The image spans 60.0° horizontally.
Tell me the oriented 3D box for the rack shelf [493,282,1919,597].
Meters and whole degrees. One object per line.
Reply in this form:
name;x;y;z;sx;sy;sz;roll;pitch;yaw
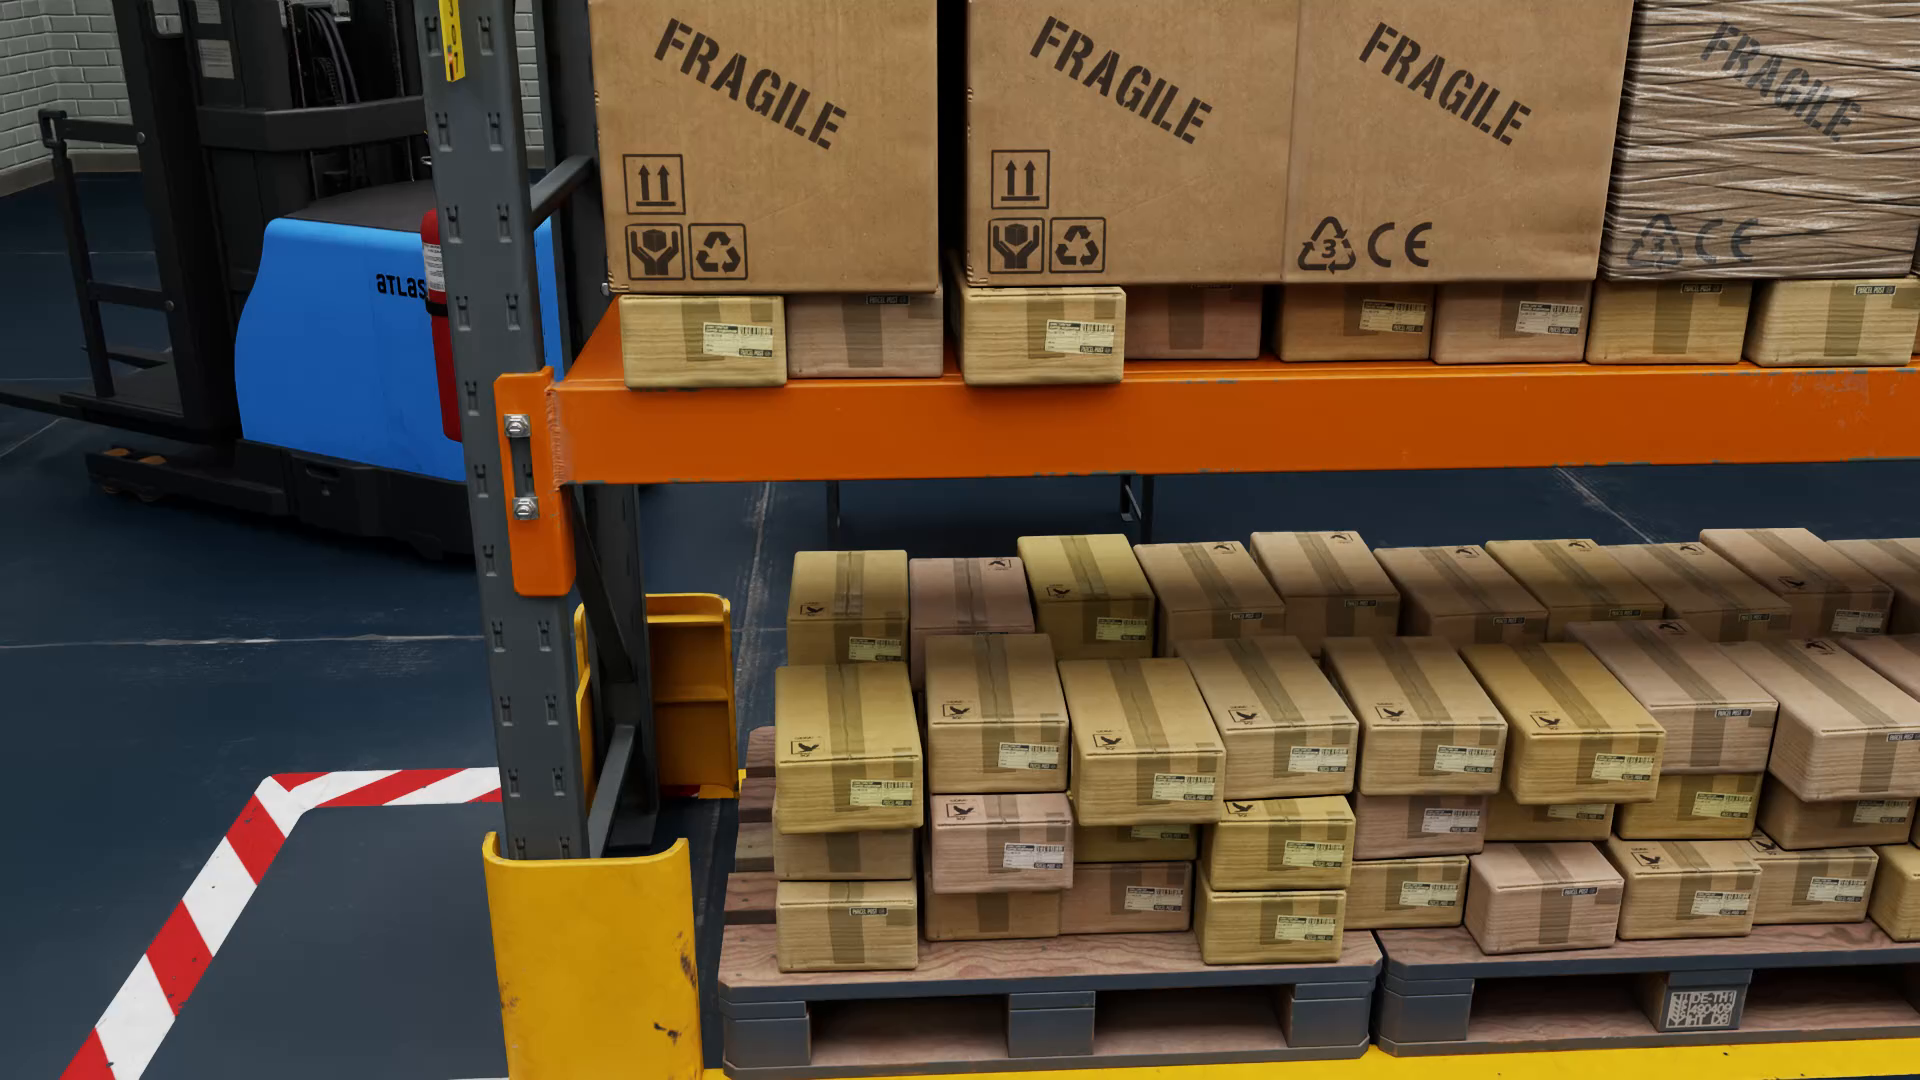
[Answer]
rack shelf;1.247;-0.303;3.212;4.000;0.370;1.077;-1;21;-3

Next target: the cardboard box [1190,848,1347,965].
cardboard box;0.558;0.633;3.160;0.250;0.149;0.380;-1;21;-2

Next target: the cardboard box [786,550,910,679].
cardboard box;-0.235;0.159;3.569;0.250;0.149;0.380;-1;21;-2

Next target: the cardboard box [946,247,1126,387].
cardboard box;0.116;-0.378;2.750;0.250;0.149;0.380;-2;21;-5

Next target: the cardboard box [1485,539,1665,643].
cardboard box;1.327;0.134;3.633;0.250;0.149;0.380;-1;21;-3

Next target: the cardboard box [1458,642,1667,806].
cardboard box;1.106;0.336;3.104;0.250;0.149;0.380;-1;21;-2

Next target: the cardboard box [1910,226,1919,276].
cardboard box;1.762;-0.736;2.779;0.500;0.500;0.500;-1;21;-3

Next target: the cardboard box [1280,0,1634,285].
cardboard box;0.737;-0.721;2.739;0.500;0.500;0.500;-1;21;-2

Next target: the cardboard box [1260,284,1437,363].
cardboard box;0.639;-0.428;2.883;0.250;0.149;0.380;-1;21;-4

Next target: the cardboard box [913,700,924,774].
cardboard box;0.015;0.412;3.741;0.250;0.149;0.380;-1;21;-1

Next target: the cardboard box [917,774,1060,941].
cardboard box;0.049;0.606;3.229;0.250;0.149;0.380;-1;21;-3

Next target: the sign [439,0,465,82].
sign;-0.718;-0.810;2.317;0.005;0.325;0.100;-1;21;-3

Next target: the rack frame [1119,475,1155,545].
rack frame;0.593;-0.713;5.386;0.032;1.500;0.500;-1;21;-3

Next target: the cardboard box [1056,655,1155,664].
cardboard box;0.280;0.275;3.681;0.250;0.149;0.380;-2;21;-5

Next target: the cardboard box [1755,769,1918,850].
cardboard box;1.634;0.439;3.251;0.250;0.149;0.380;-2;21;-6

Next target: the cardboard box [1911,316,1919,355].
cardboard box;1.666;-0.446;2.931;0.250;0.149;0.380;-1;21;-4

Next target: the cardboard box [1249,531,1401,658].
cardboard box;0.797;0.116;3.682;0.250;0.149;0.380;0;21;-1

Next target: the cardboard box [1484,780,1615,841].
cardboard box;1.095;0.431;3.271;0.250;0.149;0.380;0;21;0

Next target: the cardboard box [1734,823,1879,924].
cardboard box;1.574;0.588;3.278;0.250;0.149;0.380;-1;21;-2

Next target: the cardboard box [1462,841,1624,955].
cardboard box;1.061;0.619;3.195;0.250;0.149;0.380;-2;21;-6

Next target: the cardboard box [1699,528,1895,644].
cardboard box;1.842;0.108;3.701;0.250;0.149;0.380;-1;21;-2

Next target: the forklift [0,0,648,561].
forklift;-2.594;-1.658;5.856;3.031;2.935;1.130;11;23;26

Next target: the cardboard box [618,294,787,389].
cardboard box;-0.407;-0.371;2.733;0.250;0.149;0.380;-1;21;-3

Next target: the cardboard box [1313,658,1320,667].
cardboard box;0.796;0.260;3.720;0.250;0.149;0.380;-1;21;-2

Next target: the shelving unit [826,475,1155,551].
shelving unit;0.085;-0.703;5.359;1.048;1.500;0.538;-1;21;-3

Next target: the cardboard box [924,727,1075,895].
cardboard box;0.065;0.494;3.107;0.250;0.149;0.380;-1;21;-3

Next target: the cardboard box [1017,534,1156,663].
cardboard box;0.270;0.124;3.661;0.250;0.149;0.380;-2;21;-4

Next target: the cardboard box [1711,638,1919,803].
cardboard box;1.606;0.331;3.117;0.250;0.149;0.380;-2;21;-5

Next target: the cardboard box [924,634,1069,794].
cardboard box;0.062;0.321;3.142;0.250;0.149;0.380;-1;21;-2

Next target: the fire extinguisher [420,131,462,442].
fire extinguisher;-1.027;-0.547;3.474;0.183;0.674;0.296;-1;21;-3

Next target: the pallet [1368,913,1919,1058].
pallet;1.355;0.676;3.550;1.213;0.211;1.003;-1;21;-3

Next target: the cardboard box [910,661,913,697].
cardboard box;-0.239;0.286;3.651;0.250;0.149;0.380;-2;21;-5

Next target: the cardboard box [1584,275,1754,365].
cardboard box;1.147;-0.421;2.864;0.250;0.149;0.380;0;21;-1

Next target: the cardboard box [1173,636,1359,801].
cardboard box;0.563;0.327;3.126;0.250;0.149;0.380;-2;21;-6

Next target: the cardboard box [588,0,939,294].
cardboard box;-0.285;-0.695;2.673;0.500;0.500;0.500;0;21;0

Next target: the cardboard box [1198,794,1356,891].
cardboard box;0.567;0.491;3.115;0.250;0.149;0.380;-1;21;-1
